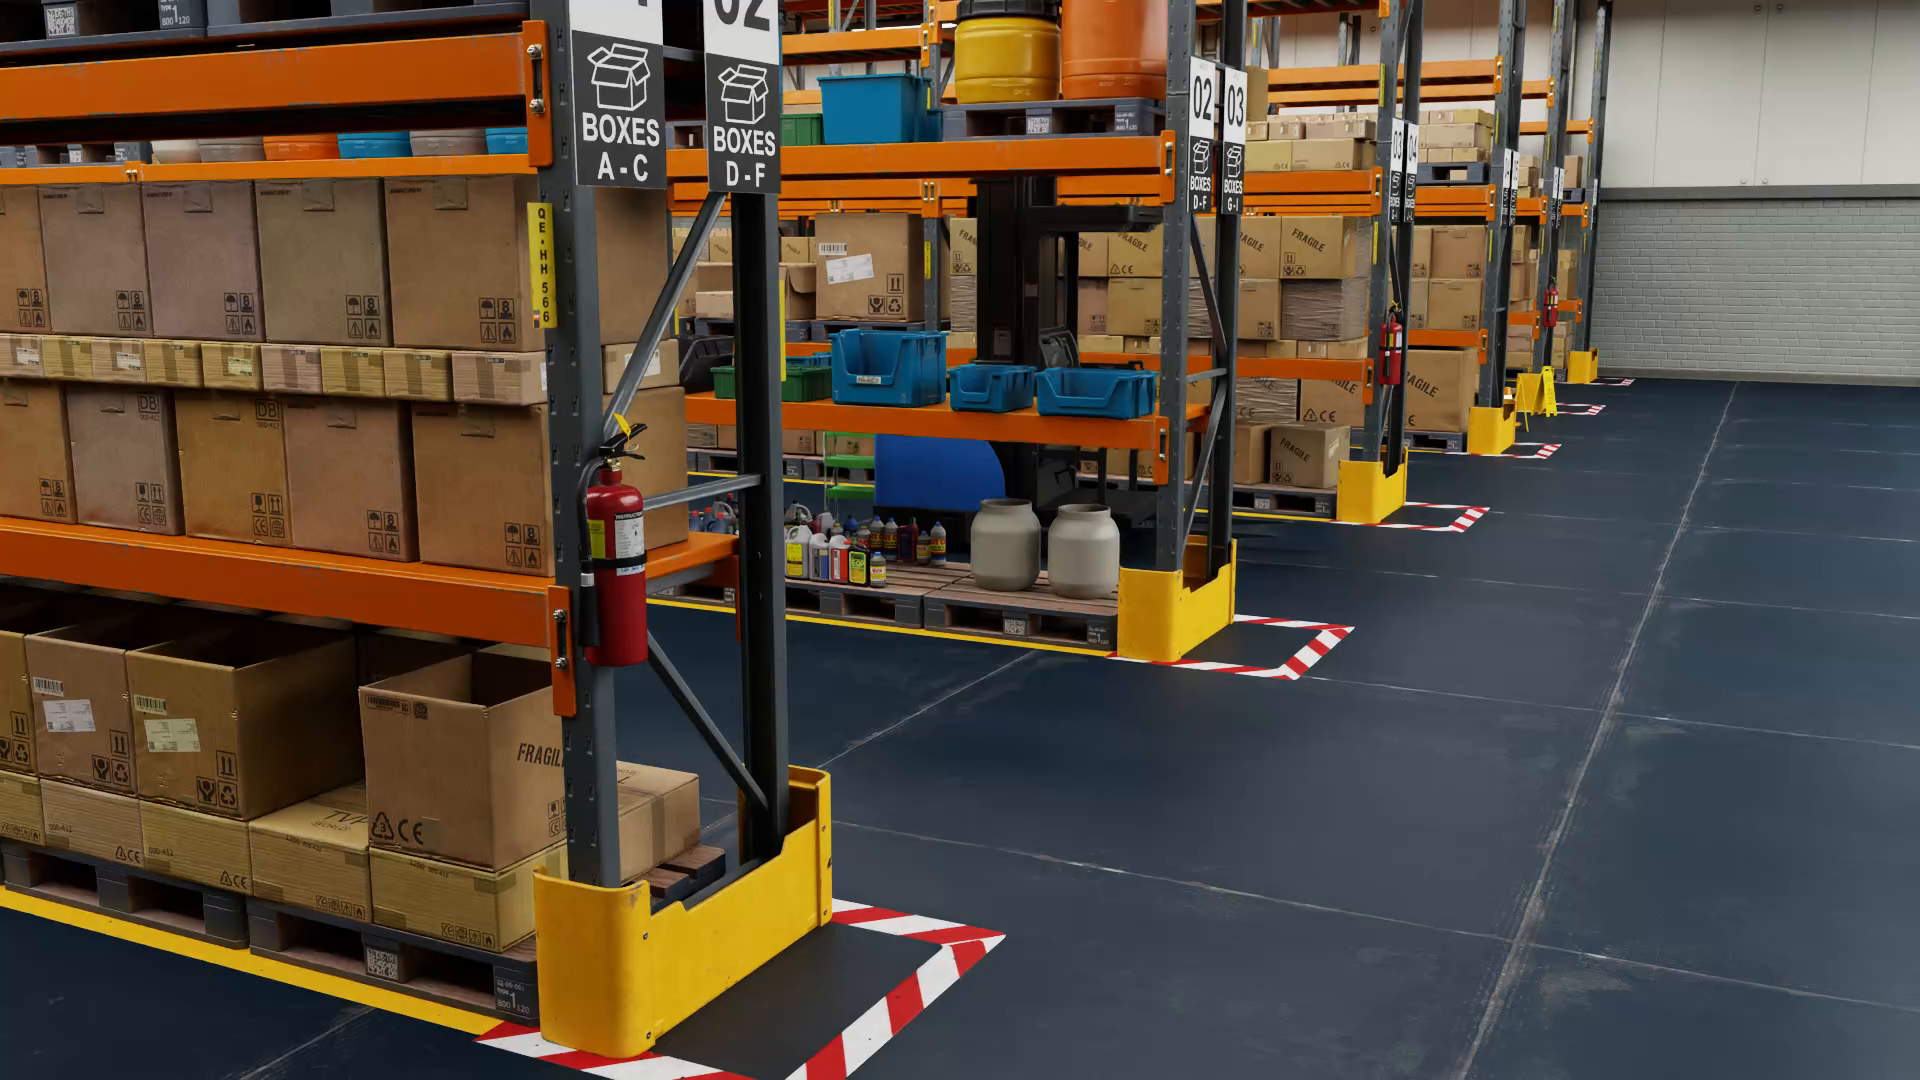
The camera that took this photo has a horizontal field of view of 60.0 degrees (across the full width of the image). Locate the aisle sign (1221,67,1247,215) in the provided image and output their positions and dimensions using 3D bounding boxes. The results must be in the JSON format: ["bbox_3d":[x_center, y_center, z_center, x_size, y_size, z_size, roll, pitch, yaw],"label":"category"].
[{"bbox_3d":[1.543,-2.233,9.348,0.004,0.787,0.394,5,11,26],"label":"aisle sign"}]

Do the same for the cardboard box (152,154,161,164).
[{"bbox_3d":[-9.382,-4.617,19.655,0.500,0.500,0.700,4,11,22],"label":"cardboard box"}]

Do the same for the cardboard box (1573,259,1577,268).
[{"bbox_3d":[9.929,-4.516,27.160,0.250,0.149,0.380,5,11,24],"label":"cardboard box"}]

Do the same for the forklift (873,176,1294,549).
[{"bbox_3d":[0.920,-1.395,12.210,3.031,2.935,1.130,3,11,19],"label":"forklift"}]

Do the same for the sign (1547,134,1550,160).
[{"bbox_3d":[7.661,-5.112,21.642,0.005,0.325,0.100,5,11,26],"label":"sign"}]

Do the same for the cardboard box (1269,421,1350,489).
[{"bbox_3d":[2.988,-0.733,14.195,0.500,0.500,0.500,8,13,36],"label":"cardboard box"}]

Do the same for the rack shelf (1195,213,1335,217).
[{"bbox_3d":[4.737,-5.675,29.260,4.000,0.370,1.077,5,11,26],"label":"rack shelf"}]

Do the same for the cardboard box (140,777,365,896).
[{"bbox_3d":[-2.361,0.952,5.587,0.500,0.250,0.500,5,11,26],"label":"cardboard box"}]

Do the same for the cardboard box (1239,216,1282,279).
[{"bbox_3d":[2.487,-2.434,13.833,0.500,0.500,0.500,5,11,26],"label":"cardboard box"}]

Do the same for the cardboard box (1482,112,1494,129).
[{"bbox_3d":[5.667,-4.566,18.121,0.250,0.149,0.380,5,11,26],"label":"cardboard box"}]

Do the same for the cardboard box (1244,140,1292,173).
[{"bbox_3d":[2.546,-3.143,13.670,0.500,0.250,0.500,5,11,26],"label":"cardboard box"}]

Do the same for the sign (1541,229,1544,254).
[{"bbox_3d":[7.661,-3.925,21.856,0.005,0.325,0.100,5,11,26],"label":"sign"}]

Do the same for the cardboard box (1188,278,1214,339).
[{"bbox_3d":[2.128,-2.014,14.319,0.500,0.500,0.875,5,11,26],"label":"cardboard box"}]

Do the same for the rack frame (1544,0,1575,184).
[{"bbox_3d":[7.925,-6.239,21.934,0.127,3.000,1.000,5,11,26],"label":"rack frame"}]

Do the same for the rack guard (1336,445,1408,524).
[{"bbox_3d":[3.472,-0.480,13.979,0.348,0.500,1.175,5,11,26],"label":"rack guard"}]

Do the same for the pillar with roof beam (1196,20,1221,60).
[{"bbox_3d":[2.607,-7.016,26.228,0.548,9.000,9.100,5,11,26],"label":"pillar with roof beam"}]

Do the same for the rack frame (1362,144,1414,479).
[{"bbox_3d":[3.540,-1.704,13.724,0.127,3.000,1.000,5,11,26],"label":"rack frame"}]

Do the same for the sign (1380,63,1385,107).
[{"bbox_3d":[3.277,-3.529,12.897,0.005,0.325,0.100,5,11,26],"label":"sign"}]

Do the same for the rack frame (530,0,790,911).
[{"bbox_3d":[-0.846,-0.122,4.983,0.127,3.000,1.000,5,11,26],"label":"rack frame"}]

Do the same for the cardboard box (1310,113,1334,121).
[{"bbox_3d":[4.005,-4.581,18.206,0.250,0.149,0.380,5,11,26],"label":"cardboard box"}]

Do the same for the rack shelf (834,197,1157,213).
[{"bbox_3d":[0.445,-4.083,20.466,4.000,0.370,1.077,5,11,26],"label":"rack shelf"}]

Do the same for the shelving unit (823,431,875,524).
[{"bbox_3d":[-0.778,-0.636,12.874,0.503,1.200,0.258,3,11,19],"label":"shelving unit"}]

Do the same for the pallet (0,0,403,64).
[{"bbox_3d":[-2.567,-1.711,5.585,1.213,0.211,1.003,5,11,26],"label":"pallet"}]

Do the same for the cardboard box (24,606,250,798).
[{"bbox_3d":[-2.810,0.544,5.736,0.500,0.500,0.500,5,11,26],"label":"cardboard box"}]

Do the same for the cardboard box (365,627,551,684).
[{"bbox_3d":[-1.678,0.538,5.770,0.500,0.500,0.500,5,11,26],"label":"cardboard box"}]

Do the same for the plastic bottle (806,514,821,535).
[{"bbox_3d":[-0.974,-0.032,10.878,0.133,0.283,0.061,5,11,26],"label":"plastic bottle"}]

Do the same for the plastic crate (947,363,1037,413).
[{"bbox_3d":[0.187,-0.884,9.608,0.408,0.251,0.499,5,11,26],"label":"plastic crate"}]

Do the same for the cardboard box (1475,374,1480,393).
[{"bbox_3d":[7.060,-2.163,22.801,0.500,0.250,0.500,5,11,26],"label":"cardboard box"}]

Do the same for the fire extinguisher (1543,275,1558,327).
[{"bbox_3d":[7.824,-3.166,22.019,0.183,0.674,0.296,5,11,26],"label":"fire extinguisher"}]

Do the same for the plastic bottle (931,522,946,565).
[{"bbox_3d":[-0.139,0.020,10.621,0.097,0.271,0.097,0,10,0],"label":"plastic bottle"}]

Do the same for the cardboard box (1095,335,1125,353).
[{"bbox_3d":[1.364,-1.715,14.487,0.250,0.149,0.380,5,11,26],"label":"cardboard box"}]

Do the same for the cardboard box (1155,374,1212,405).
[{"bbox_3d":[2.771,-1.904,19.614,0.875,0.875,0.875,5,11,27],"label":"cardboard box"}]

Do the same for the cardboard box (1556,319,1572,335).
[{"bbox_3d":[9.771,-3.494,27.345,0.500,0.250,0.500,5,11,25],"label":"cardboard box"}]

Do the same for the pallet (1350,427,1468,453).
[{"bbox_3d":[5.074,-1.167,18.584,1.213,0.211,1.003,5,11,26],"label":"pallet"}]

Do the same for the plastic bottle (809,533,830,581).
[{"bbox_3d":[-0.831,0.101,10.163,0.135,0.276,0.152,5,11,24],"label":"plastic bottle"}]

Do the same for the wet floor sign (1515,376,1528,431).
[{"bbox_3d":[6.727,-1.644,20.001,0.232,0.644,0.267,3,11,16],"label":"wet floor sign"}]

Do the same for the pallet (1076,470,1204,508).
[{"bbox_3d":[1.669,-0.504,14.922,1.213,0.211,1.003,5,11,26],"label":"pallet"}]

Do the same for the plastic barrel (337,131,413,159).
[{"bbox_3d":[-3.964,-3.059,11.382,0.708,0.901,0.600,5,11,26],"label":"plastic barrel"}]

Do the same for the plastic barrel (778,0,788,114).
[{"bbox_3d":[-1.393,-3.062,10.217,0.708,0.901,0.600,5,11,26],"label":"plastic barrel"}]

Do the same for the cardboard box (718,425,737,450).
[{"bbox_3d":[-2.010,-1.186,16.645,0.500,0.500,0.700,6,12,31],"label":"cardboard box"}]

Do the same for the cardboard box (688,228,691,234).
[{"bbox_3d":[-4.372,-5.177,28.003,0.250,0.149,0.380,5,11,25],"label":"cardboard box"}]

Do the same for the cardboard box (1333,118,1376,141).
[{"bbox_3d":[3.153,-3.275,13.280,0.250,0.149,0.380,5,11,26],"label":"cardboard box"}]

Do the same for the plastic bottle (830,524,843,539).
[{"bbox_3d":[-0.810,-0.004,10.953,0.097,0.201,0.097,0,10,0],"label":"plastic bottle"}]

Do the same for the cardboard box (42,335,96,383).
[{"bbox_3d":[-2.888,-0.632,5.699,0.250,0.149,0.380,5,11,25],"label":"cardboard box"}]

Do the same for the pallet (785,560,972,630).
[{"bbox_3d":[-0.557,0.299,10.484,1.213,0.211,1.003,5,11,26],"label":"pallet"}]

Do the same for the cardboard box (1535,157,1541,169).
[{"bbox_3d":[7.697,-5.092,22.488,0.250,0.149,0.380,5,11,25],"label":"cardboard box"}]

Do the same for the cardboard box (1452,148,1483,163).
[{"bbox_3d":[5.377,-4.069,17.611,0.250,0.149,0.380,5,11,26],"label":"cardboard box"}]

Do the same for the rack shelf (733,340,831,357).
[{"bbox_3d":[-1.841,-1.823,16.400,4.000,0.370,1.077,5,11,26],"label":"rack shelf"}]

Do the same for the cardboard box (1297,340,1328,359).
[{"bbox_3d":[2.969,-1.590,13.797,0.250,0.149,0.380,5,11,26],"label":"cardboard box"}]

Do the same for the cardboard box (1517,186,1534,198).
[{"bbox_3d":[7.481,-4.623,22.132,0.250,0.149,0.380,5,11,26],"label":"cardboard box"}]

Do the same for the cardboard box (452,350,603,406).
[{"bbox_3d":[-1.273,-0.490,4.915,0.250,0.149,0.380,5,11,25],"label":"cardboard box"}]

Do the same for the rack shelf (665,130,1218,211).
[{"bbox_3d":[-0.445,-2.193,10.021,4.000,0.370,1.077,5,11,26],"label":"rack shelf"}]

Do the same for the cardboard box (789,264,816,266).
[{"bbox_3d":[-1.991,-3.460,21.280,0.250,0.149,0.380,5,11,24],"label":"cardboard box"}]

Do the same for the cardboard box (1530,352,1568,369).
[{"bbox_3d":[9.557,-2.920,26.984,0.500,0.250,0.500,5,11,26],"label":"cardboard box"}]
